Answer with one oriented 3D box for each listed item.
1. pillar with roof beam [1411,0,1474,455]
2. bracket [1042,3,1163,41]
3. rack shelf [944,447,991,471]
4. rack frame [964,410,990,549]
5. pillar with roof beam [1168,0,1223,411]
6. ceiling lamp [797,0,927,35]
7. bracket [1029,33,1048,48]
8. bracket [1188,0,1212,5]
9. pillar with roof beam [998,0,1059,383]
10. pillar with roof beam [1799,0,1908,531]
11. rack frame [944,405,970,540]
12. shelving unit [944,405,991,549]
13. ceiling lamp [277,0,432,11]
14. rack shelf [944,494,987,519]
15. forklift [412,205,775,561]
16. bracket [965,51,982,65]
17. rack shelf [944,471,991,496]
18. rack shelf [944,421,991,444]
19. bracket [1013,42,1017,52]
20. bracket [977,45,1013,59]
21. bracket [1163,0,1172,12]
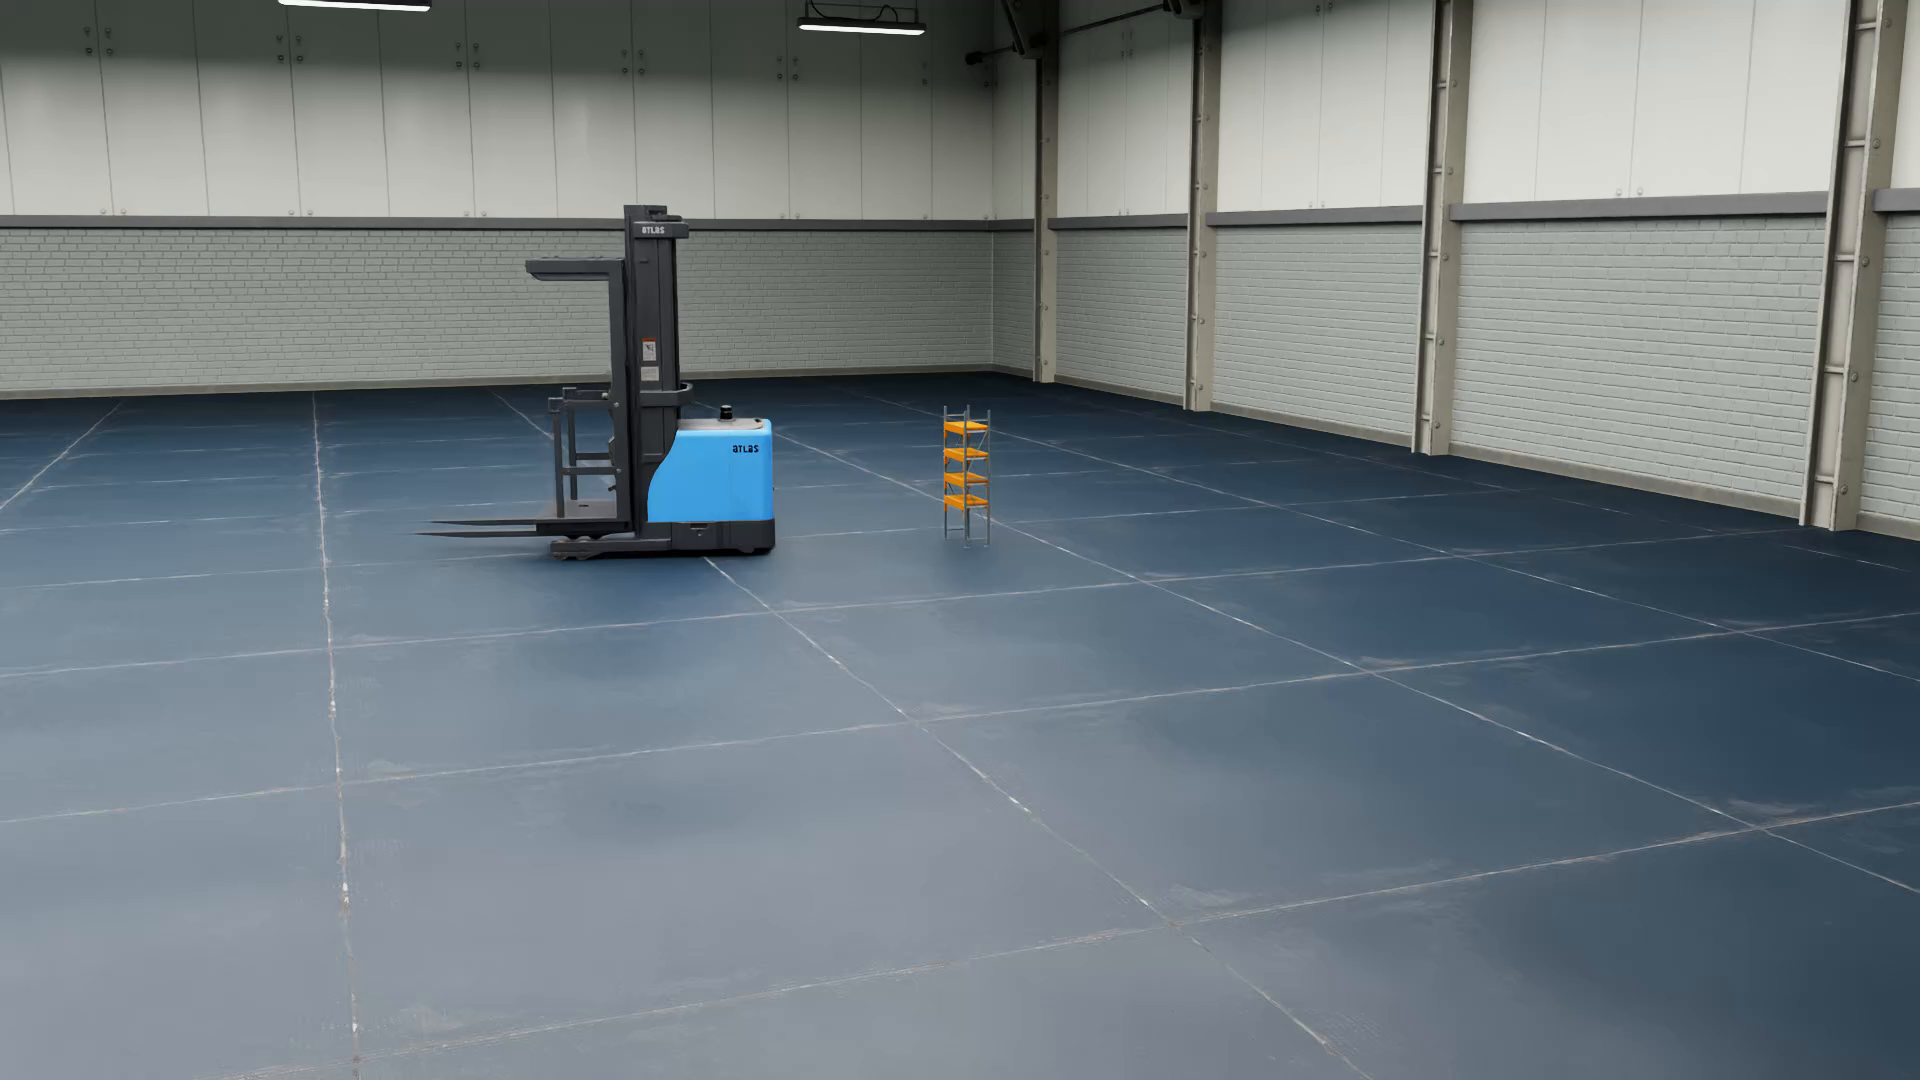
[{"bbox_3d":[1.967,-5.261,18.800,9.100,9.000,0.400,-4,11,-21],"label":"pillar with roof beam"},{"bbox_3d":[2.384,-8.754,28.160,0.076,0.066,4.783,-4,11,-21],"label":"bracket"},{"bbox_3d":[0.060,-0.718,14.636,0.258,0.148,0.480,-4,11,-21],"label":"rack shelf"},{"bbox_3d":[0.148,-0.524,14.439,0.240,1.200,0.015,-4,11,-21],"label":"rack frame"},{"bbox_3d":[-0.208,-6.240,24.306,9.100,9.000,0.548,-4,11,-21],"label":"pillar with roof beam"},{"bbox_3d":[-1.592,-9.421,25.521,2.000,3.185,0.800,-4,11,-21],"label":"ceiling lamp"},{"bbox_3d":[1.450,-9.175,30.525,0.235,0.232,0.430,-4,11,-21],"label":"bracket"},{"bbox_3d":[3.624,-8.195,25.019,0.235,0.232,0.430,-4,11,-21],"label":"bracket"},{"bbox_3d":[-2.382,-7.219,29.811,9.100,9.000,0.548,-4,11,-21],"label":"pillar with roof beam"},{"bbox_3d":[4.141,-4.281,13.294,9.100,9.000,0.400,-4,11,-21],"label":"pillar with roof beam"},{"bbox_3d":[-0.028,-0.604,14.887,0.240,1.200,0.015,-4,11,-21],"label":"rack frame"},{"bbox_3d":[0.060,-0.564,14.663,0.258,1.200,0.503,-4,11,-21],"label":"shelving unit"},{"bbox_3d":[-8.434,-8.955,22.902,2.000,3.185,0.800,-4,11,-21],"label":"ceiling lamp"},{"bbox_3d":[0.060,-0.302,14.710,0.258,0.148,0.480,-4,11,-21],"label":"rack shelf"},{"bbox_3d":[-3.135,-1.368,14.244,3.031,2.935,1.130,-1,10,-6],"label":"forklift"},{"bbox_3d":[0.291,-9.697,33.461,0.235,0.232,0.430,-4,11,-21],"label":"bracket"},{"bbox_3d":[0.060,-0.497,14.675,0.258,0.148,0.480,-4,11,-21],"label":"rack shelf"},{"bbox_3d":[0.060,-0.951,14.594,0.258,0.148,0.480,-4,11,-21],"label":"rack shelf"},{"bbox_3d":[1.149,-9.310,31.286,0.235,0.232,0.430,-4,11,-21],"label":"bracket"},{"bbox_3d":[0.505,-9.601,32.919,0.076,0.066,3.189,-4,11,-21],"label":"bracket"},{"bbox_3d":[3.324,-8.331,25.781,0.235,0.232,0.430,-4,11,-21],"label":"bracket"}]
